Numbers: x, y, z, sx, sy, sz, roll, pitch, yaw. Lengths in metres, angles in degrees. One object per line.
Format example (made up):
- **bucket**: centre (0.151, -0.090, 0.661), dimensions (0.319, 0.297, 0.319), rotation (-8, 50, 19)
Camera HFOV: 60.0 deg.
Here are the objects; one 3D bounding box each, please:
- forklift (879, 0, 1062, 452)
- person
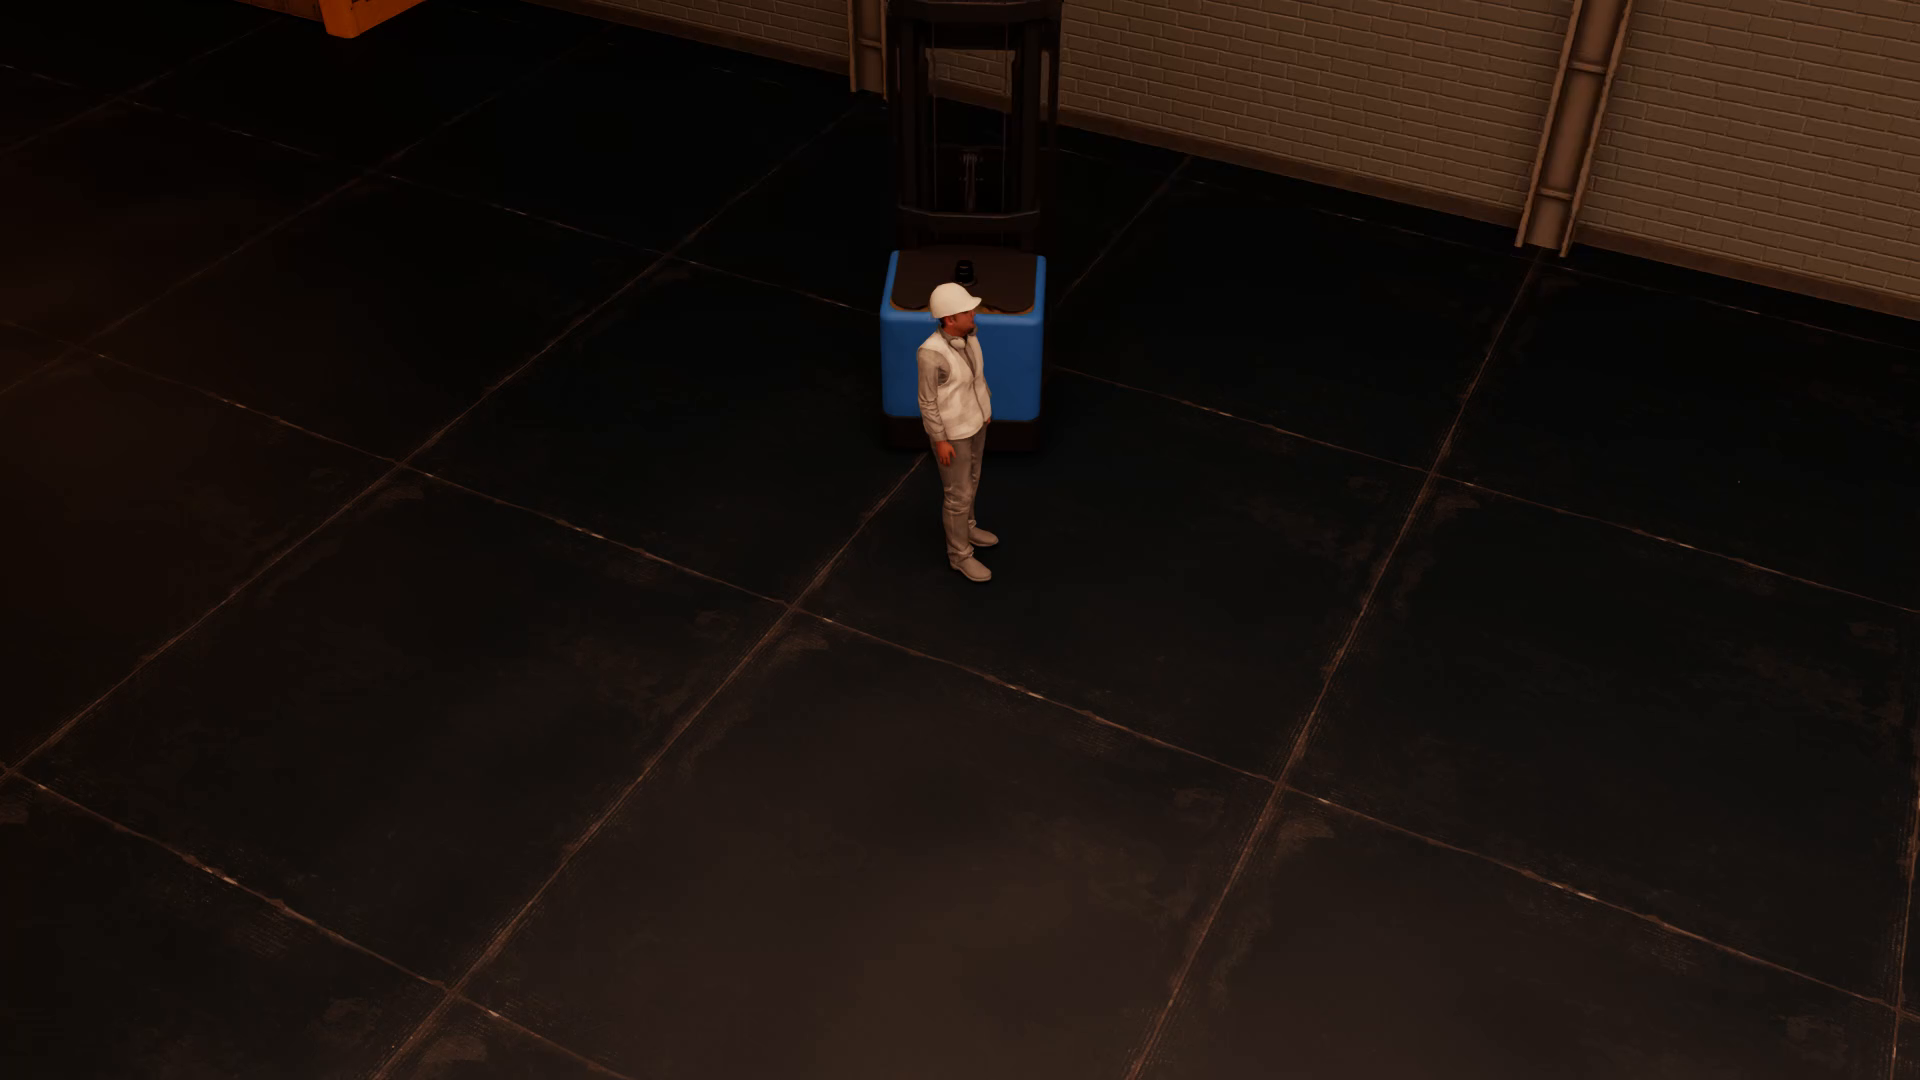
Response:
- **forklift**: centre (0.099, -2.630, 11.109), dimensions (1.130, 2.935, 3.031), rotation (2, 40, 3)
- **person**: centre (0.053, -0.661, 9.659), dimensions (0.566, 1.775, 0.633), rotation (18, 43, 21)
